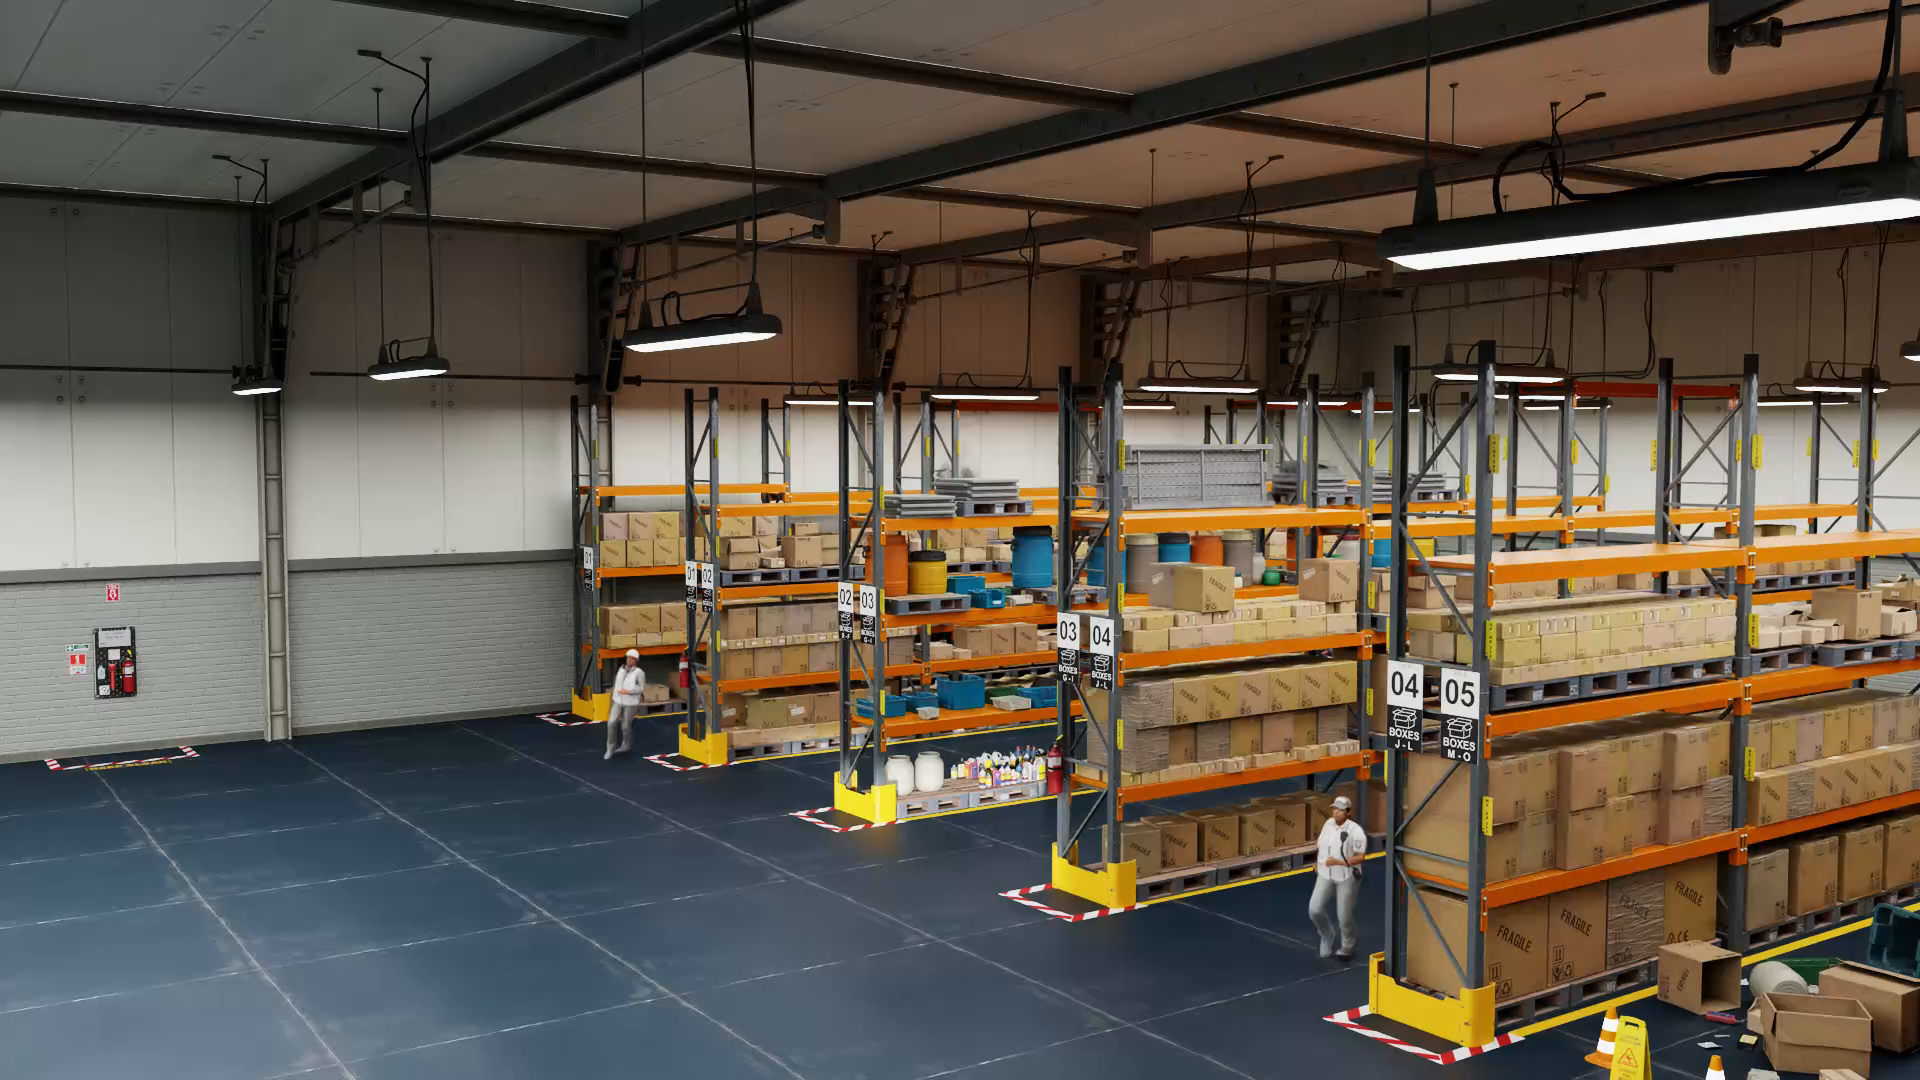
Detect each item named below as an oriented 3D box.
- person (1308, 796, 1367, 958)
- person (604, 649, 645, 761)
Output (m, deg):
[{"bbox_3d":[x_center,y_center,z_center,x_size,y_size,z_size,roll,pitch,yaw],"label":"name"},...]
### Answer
[{"bbox_3d":[3.739,3.349,16.464,0.582,1.641,0.628,3,4,40],"label":"person"},{"bbox_3d":[-5.411,2.655,27.020,0.644,1.760,0.771,1,4,12],"label":"person"}]
